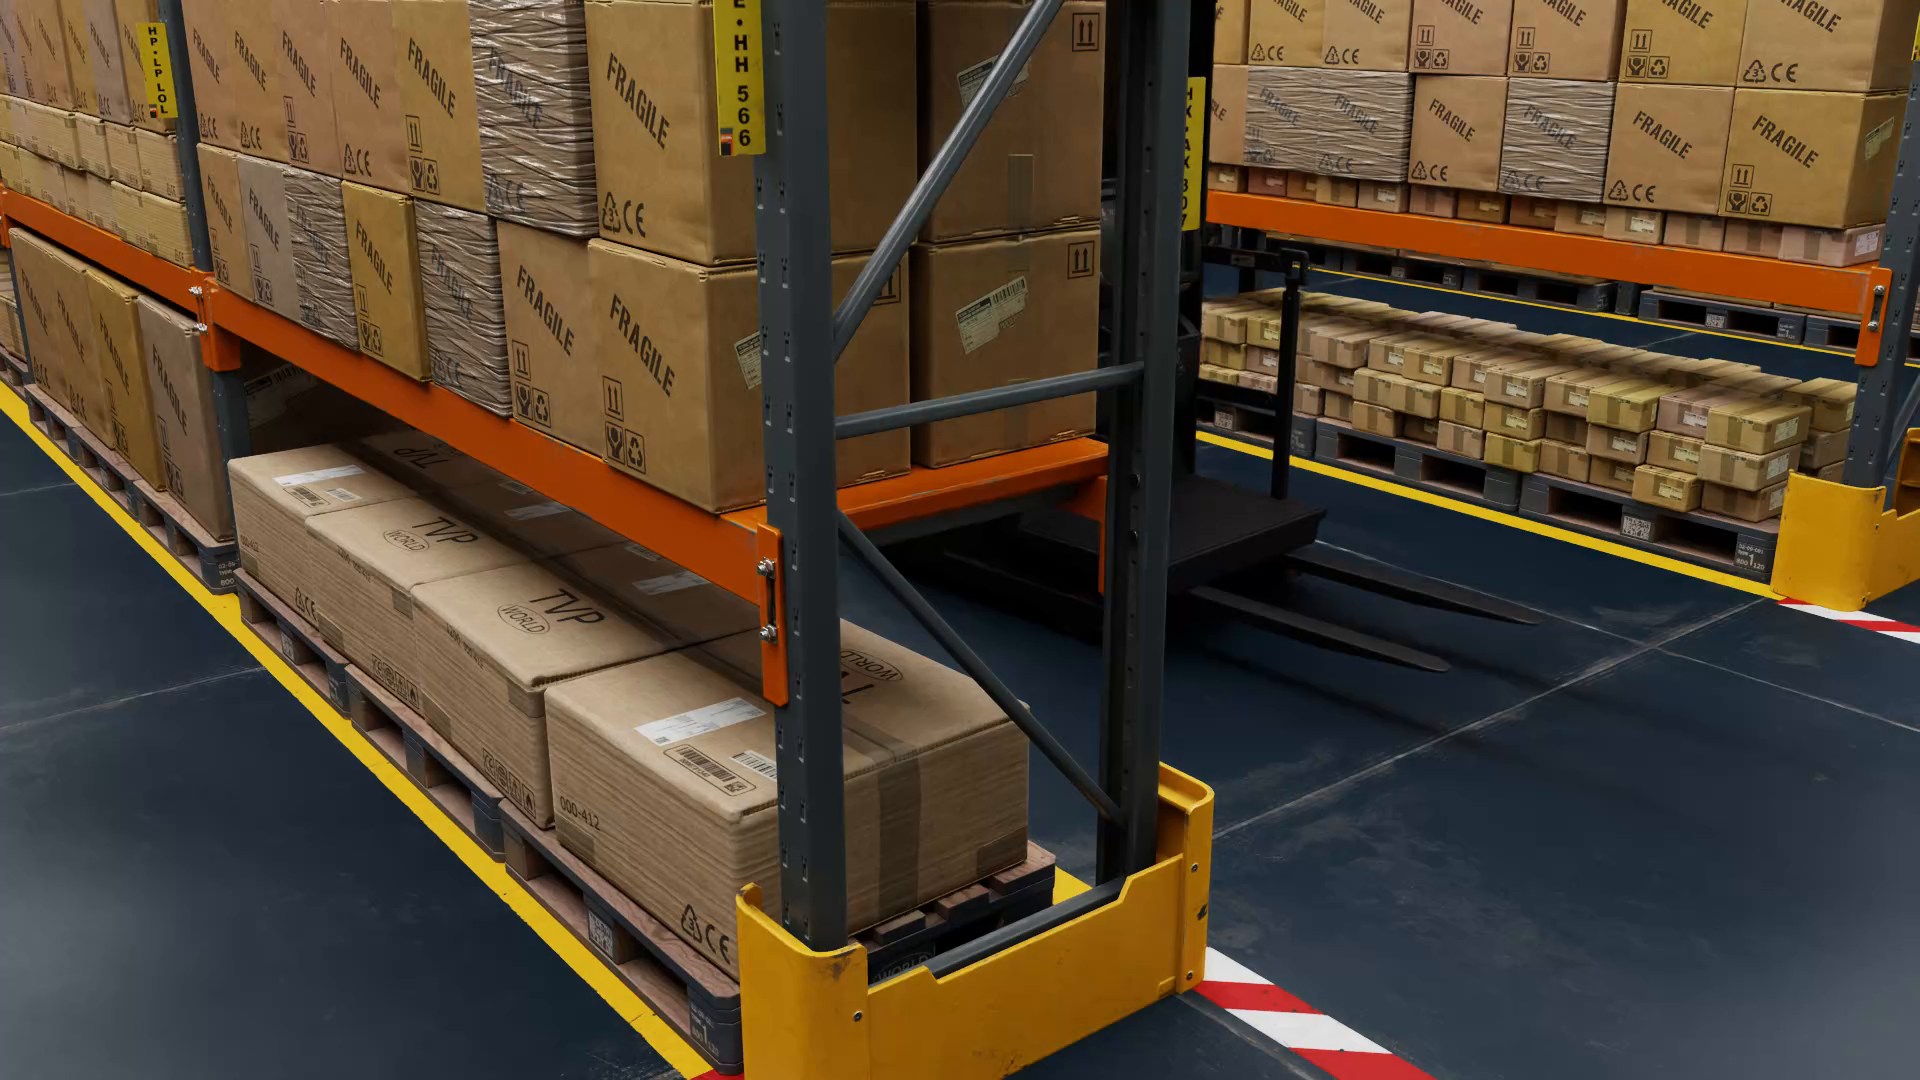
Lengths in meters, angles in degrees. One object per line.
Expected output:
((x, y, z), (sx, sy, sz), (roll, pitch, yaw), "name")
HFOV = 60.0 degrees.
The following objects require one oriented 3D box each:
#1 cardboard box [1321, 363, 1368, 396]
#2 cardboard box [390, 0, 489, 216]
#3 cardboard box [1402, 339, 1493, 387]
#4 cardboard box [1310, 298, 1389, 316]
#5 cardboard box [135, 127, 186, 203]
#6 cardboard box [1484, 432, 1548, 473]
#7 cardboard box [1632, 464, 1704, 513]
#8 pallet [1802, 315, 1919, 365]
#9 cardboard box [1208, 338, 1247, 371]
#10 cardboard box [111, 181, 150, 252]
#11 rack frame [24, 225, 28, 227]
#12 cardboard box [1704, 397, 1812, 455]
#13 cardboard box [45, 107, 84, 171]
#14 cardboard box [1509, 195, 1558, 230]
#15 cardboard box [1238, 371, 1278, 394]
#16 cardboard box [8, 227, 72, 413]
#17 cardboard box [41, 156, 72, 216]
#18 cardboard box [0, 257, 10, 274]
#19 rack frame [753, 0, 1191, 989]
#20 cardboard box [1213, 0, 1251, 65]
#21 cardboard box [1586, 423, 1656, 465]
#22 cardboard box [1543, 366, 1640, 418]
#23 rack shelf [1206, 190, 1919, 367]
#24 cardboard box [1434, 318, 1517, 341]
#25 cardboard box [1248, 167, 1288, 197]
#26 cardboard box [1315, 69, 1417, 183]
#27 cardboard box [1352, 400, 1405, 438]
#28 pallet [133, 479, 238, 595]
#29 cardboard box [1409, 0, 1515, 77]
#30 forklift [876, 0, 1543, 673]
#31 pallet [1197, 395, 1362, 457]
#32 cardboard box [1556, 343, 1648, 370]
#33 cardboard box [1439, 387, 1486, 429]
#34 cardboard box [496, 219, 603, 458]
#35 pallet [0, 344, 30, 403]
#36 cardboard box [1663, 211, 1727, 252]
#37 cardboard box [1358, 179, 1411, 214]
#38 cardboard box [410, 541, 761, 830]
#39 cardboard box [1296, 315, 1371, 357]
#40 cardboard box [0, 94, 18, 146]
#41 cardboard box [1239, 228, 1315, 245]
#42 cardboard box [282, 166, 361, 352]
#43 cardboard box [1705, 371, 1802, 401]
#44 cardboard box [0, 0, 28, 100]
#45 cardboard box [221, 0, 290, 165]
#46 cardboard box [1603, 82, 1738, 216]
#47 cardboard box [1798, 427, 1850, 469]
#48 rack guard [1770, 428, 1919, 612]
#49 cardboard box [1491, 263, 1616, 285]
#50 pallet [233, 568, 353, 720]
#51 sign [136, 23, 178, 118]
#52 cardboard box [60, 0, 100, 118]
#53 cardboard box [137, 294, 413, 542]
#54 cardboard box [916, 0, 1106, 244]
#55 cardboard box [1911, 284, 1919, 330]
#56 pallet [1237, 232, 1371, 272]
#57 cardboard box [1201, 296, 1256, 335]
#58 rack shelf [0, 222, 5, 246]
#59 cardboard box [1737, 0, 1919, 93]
((2.084, -0.855, 8.566), (0.380, 0.149, 0.250), (-13, 22, -34), "cardboard box")
((-1.087, -1.120, 4.224), (0.500, 0.500, 0.500), (-14, 23, -36), "cardboard box")
((2.387, -0.870, 8.138), (0.380, 0.149, 0.250), (-14, 23, -36), "cardboard box")
((2.160, -1.233, 9.236), (0.380, 0.149, 0.250), (-14, 23, -37), "cardboard box")
((-2.897, -1.493, 6.543), (0.500, 0.250, 0.500), (-14, 23, -36), "cardboard box")
((2.672, -0.441, 7.788), (0.380, 0.149, 0.250), (-15, 24, -38), "cardboard box")
((3.139, -0.250, 7.212), (0.380, 0.149, 0.250), (-13, 22, -34), "cardboard box")
((6.509, -1.373, 11.172), (1.003, 0.211, 1.213), (-14, 23, -36), "pallet")
((1.587, -1.047, 9.148), (0.380, 0.149, 0.250), (-14, 23, -36), "cardboard box")
((-3.224, -1.382, 7.002), (0.500, 0.250, 0.500), (-14, 23, -37), "cardboard box")
((-7.399, -3.237, 12.367), (1.000, 3.000, 0.127), (-14, 23, -36), "rack frame")
((3.341, -0.481, 6.963), (0.380, 0.149, 0.250), (-14, 23, -35), "cardboard box")
((-3.870, -1.864, 7.664), (0.500, 0.250, 0.500), (-13, 23, -35), "cardboard box")
((2.714, -1.512, 7.555), (0.380, 0.149, 0.250), (-15, 24, -38), "cardboard box")
((1.720, -0.834, 8.975), (0.380, 0.149, 0.250), (-14, 23, -36), "cardboard box")
((-4.552, -1.256, 9.095), (0.875, 0.875, 0.875), (-14, 23, -37), "cardboard box")
((-4.155, -1.757, 8.135), (0.500, 0.250, 0.500), (-13, 22, -34), "cardboard box")
((-6.190, -1.713, 11.275), (0.950, 0.372, 0.625), (-13, 22, -34), "cardboard box")
((0.051, -0.280, 3.437), (1.000, 3.000, 0.127), (-14, 23, -36), "rack frame")
((1.474, -2.761, 8.707), (0.500, 0.500, 0.500), (-13, 23, -35), "cardboard box")
((2.993, -0.460, 7.375), (0.380, 0.149, 0.250), (-15, 24, -38), "cardboard box")
((2.859, -0.669, 7.531), (0.380, 0.149, 0.250), (-15, 24, -38), "cardboard box")
((2.627, -1.422, 8.031), (1.077, 0.370, 4.000), (-14, 23, -36), "rack shelf")
((2.678, -1.041, 8.656), (0.380, 0.149, 0.250), (-15, 24, -38), "cardboard box")
((1.730, -1.899, 8.726), (0.380, 0.149, 0.250), (-15, 24, -38), "cardboard box")
((2.093, -2.023, 8.066), (0.500, 0.500, 0.500), (-15, 23, -37), "cardboard box")
((2.197, -0.639, 8.386), (0.380, 0.149, 0.250), (-15, 23, -38), "cardboard box")
((-2.970, -0.117, 7.381), (1.003, 0.211, 1.213), (-14, 23, -36), "pallet")
((2.414, -2.380, 7.554), (0.500, 0.500, 0.500), (-15, 23, -38), "cardboard box")
((0.749, -1.169, 6.230), (1.130, 2.935, 3.031), (-17, 25, -41), "forklift")
((1.830, -0.774, 9.365), (1.003, 0.211, 1.213), (-14, 23, -36), "pallet")
((3.105, -0.842, 8.053), (0.380, 0.149, 0.250), (-13, 22, -34), "cardboard box")
((2.517, -0.652, 7.954), (0.380, 0.149, 0.250), (-13, 22, -33), "cardboard box")
((-0.756, -0.521, 4.006), (0.500, 0.500, 0.500), (-15, 23, -37), "cardboard box")
((-5.400, -1.121, 10.411), (1.003, 0.211, 1.213), (-14, 23, -36), "pallet")
((3.152, -1.305, 6.930), (0.380, 0.149, 0.250), (-14, 23, -37), "cardboard box")
((2.160, -1.689, 8.091), (0.380, 0.149, 0.250), (-13, 22, -34), "cardboard box")
((-1.012, 0.370, 4.882), (0.875, 0.438, 0.875), (-13, 22, -35), "cardboard box")
((1.937, -1.068, 8.737), (0.380, 0.149, 0.250), (-15, 23, -38), "cardboard box")
((-4.795, -2.244, 8.812), (0.500, 0.250, 0.500), (-14, 23, -36), "cardboard box")
((3.265, -3.202, 14.973), (1.225, 0.875, 0.875), (-15, 24, -39), "cardboard box")
((-1.733, -0.898, 5.143), (0.500, 0.500, 0.500), (-14, 23, -36), "cardboard box")
((3.544, -0.639, 7.442), (0.380, 0.149, 0.250), (-13, 23, -35), "cardboard box")
((-4.486, -2.484, 8.342), (0.500, 0.500, 0.500), (-14, 23, -36), "cardboard box")
((-2.018, -1.498, 5.364), (0.500, 0.500, 0.500), (-14, 23, -37), "cardboard box")
((3.072, -1.648, 6.936), (0.500, 0.500, 0.500), (-14, 23, -37), "cardboard box")
((3.745, -0.438, 7.306), (0.380, 0.149, 0.250), (-13, 22, -34), "cardboard box")
((3.822, -0.103, 6.879), (1.175, 0.500, 0.348), (-14, 23, -36), "rack guard")
((4.923, -2.544, 12.987), (1.225, 0.875, 0.875), (-14, 23, -36), "cardboard box")
((-2.022, 0.261, 6.240), (1.003, 0.211, 1.213), (-14, 23, -36), "pallet")
((-2.852, -1.670, 5.917), (0.100, 0.325, 0.005), (-14, 23, -36), "sign")
((-3.533, -2.104, 7.194), (0.500, 0.500, 0.500), (-13, 22, -34), "cardboard box")
((-2.880, -0.594, 7.095), (0.875, 0.875, 0.875), (-13, 22, -34), "cardboard box")
((-0.023, -0.976, 3.789), (0.500, 0.500, 0.500), (-15, 23, -37), "cardboard box")
((6.795, -1.771, 10.652), (0.875, 0.875, 0.875), (-14, 23, -36), "cardboard box")
((3.283, -2.653, 15.038), (1.003, 0.211, 1.213), (-14, 23, -36), "pallet")
((1.437, -1.260, 9.316), (0.380, 0.149, 0.250), (-13, 22, -34), "cardboard box")
((-6.158, -2.403, 10.991), (1.077, 0.370, 4.000), (-14, 23, -36), "rack shelf")
((3.390, -1.999, 6.404), (0.500, 0.500, 0.500), (-15, 23, -37), "cardboard box")
